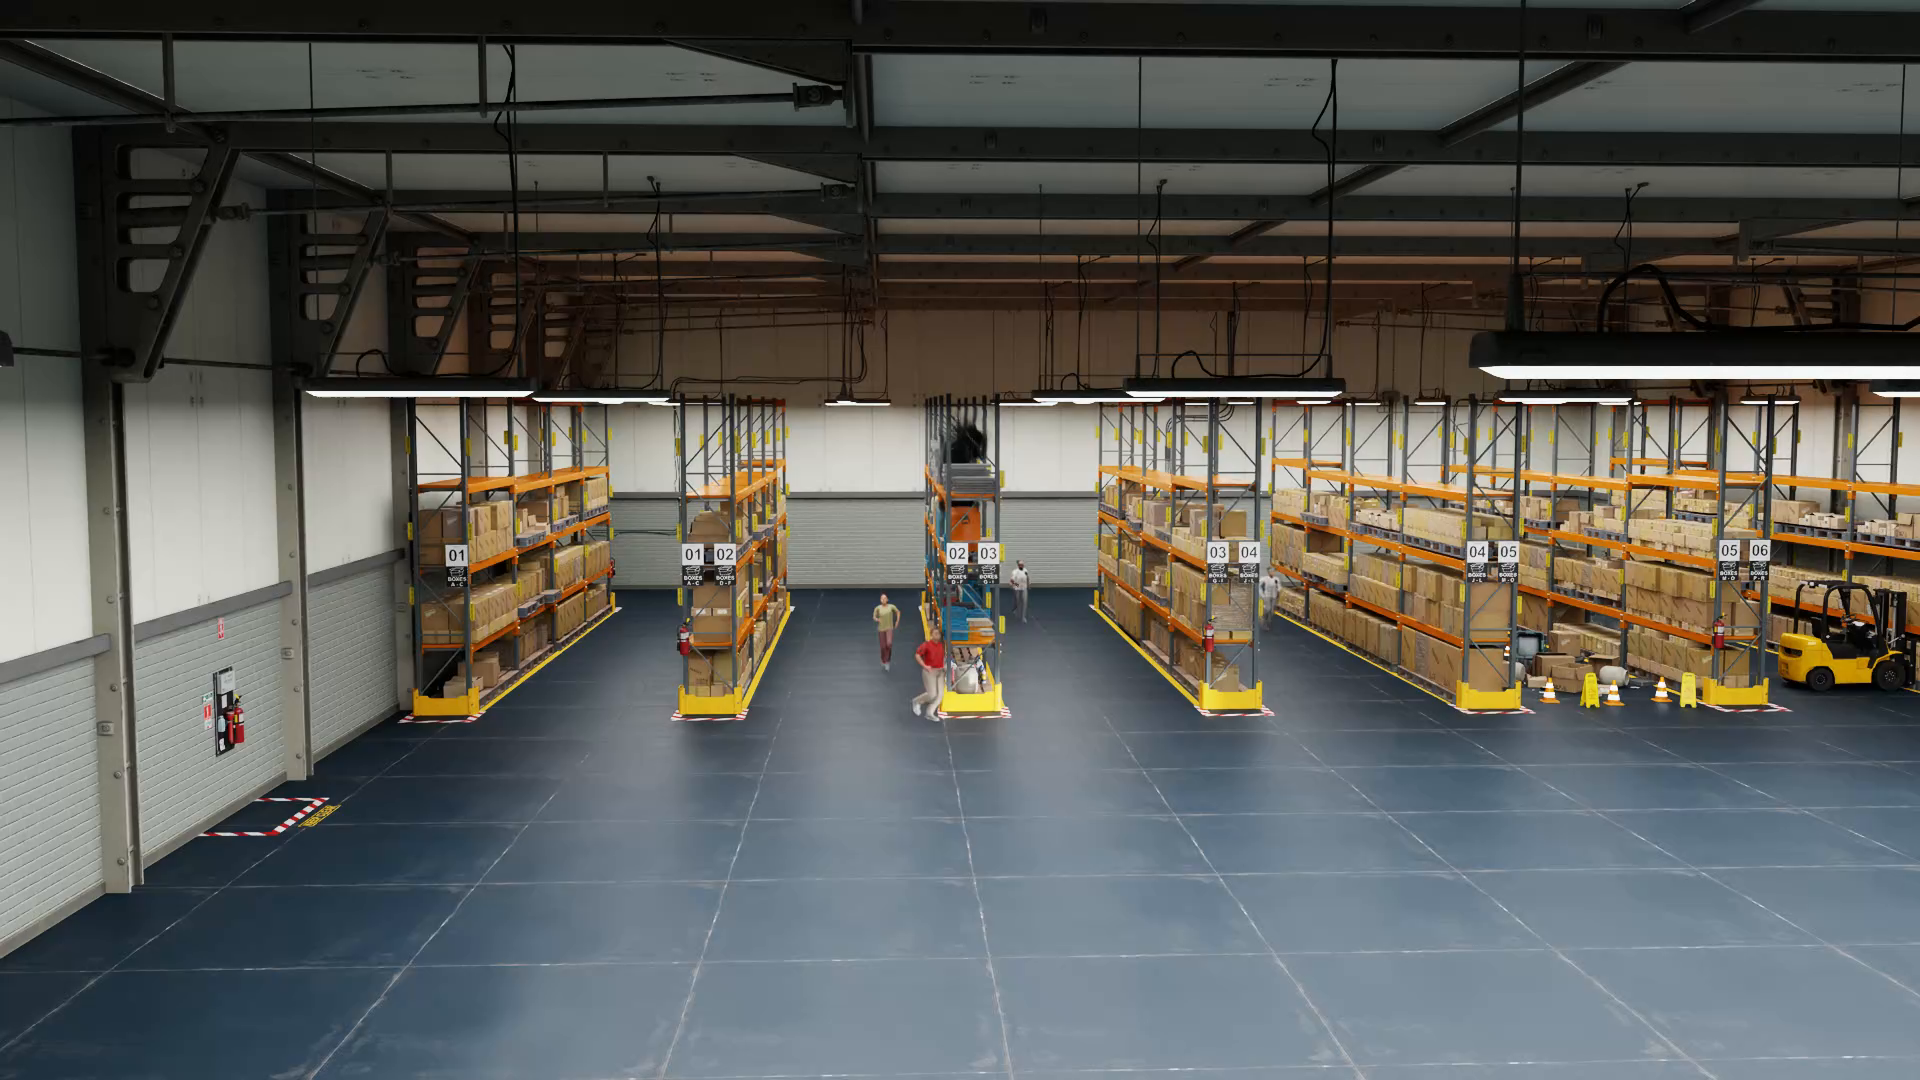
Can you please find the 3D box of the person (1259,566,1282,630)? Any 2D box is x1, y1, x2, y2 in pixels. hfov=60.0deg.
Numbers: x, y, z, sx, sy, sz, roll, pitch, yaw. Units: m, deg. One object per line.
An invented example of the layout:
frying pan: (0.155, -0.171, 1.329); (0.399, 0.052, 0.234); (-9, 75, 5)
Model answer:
person: (8.004, 1.494, 42.872); (0.606, 1.656, 0.657); (-1, 5, -7)

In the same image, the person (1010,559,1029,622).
person: (1.600, 1.343, 44.949); (0.543, 1.690, 0.876); (-1, 5, -14)

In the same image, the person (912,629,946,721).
person: (-0.525, 2.470, 30.687); (0.566, 1.686, 0.689); (4, 6, 44)

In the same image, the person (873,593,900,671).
person: (-1.634, 2.015, 36.665); (0.579, 1.694, 0.720); (0, 5, 3)
